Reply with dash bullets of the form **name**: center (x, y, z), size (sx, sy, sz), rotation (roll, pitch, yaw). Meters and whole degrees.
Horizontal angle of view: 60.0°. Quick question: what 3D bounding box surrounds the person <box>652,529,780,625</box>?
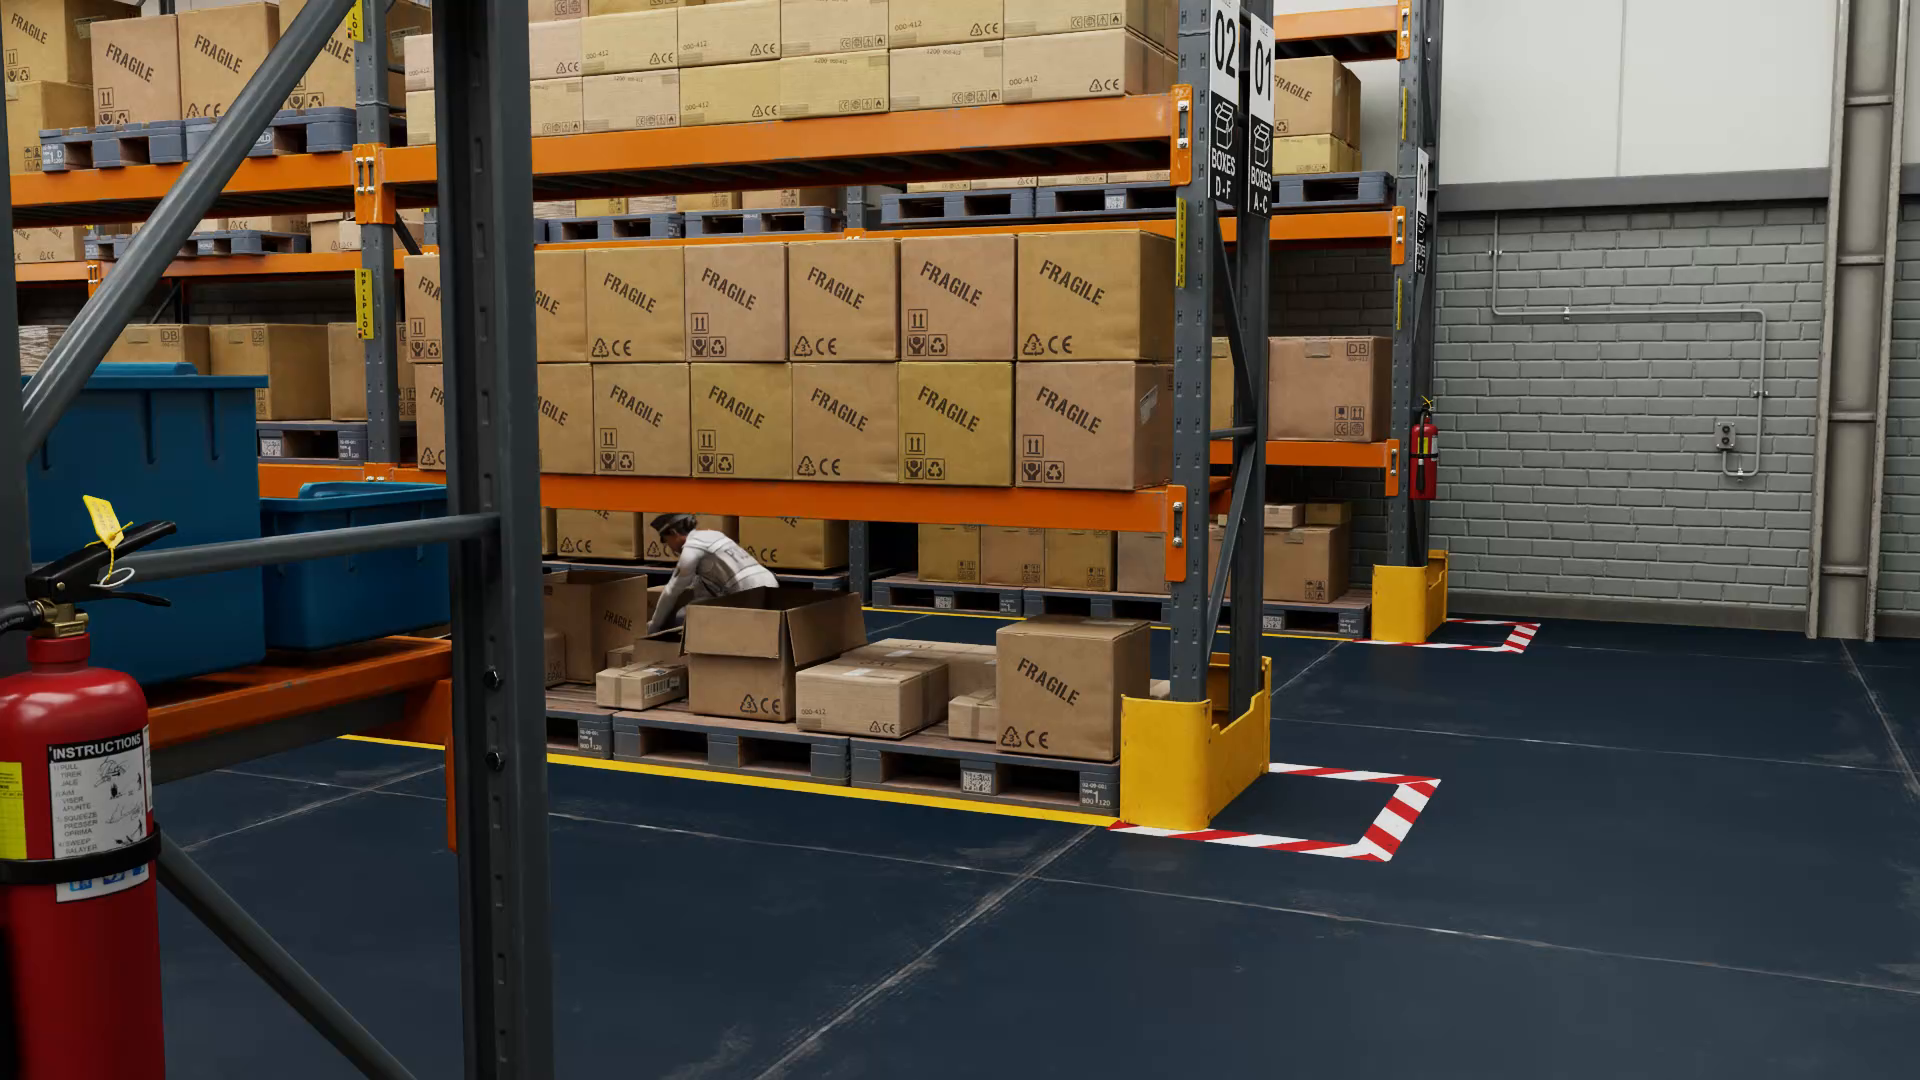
- **person**: center (-1.455, 0.226, 9.940), size (0.744, 0.577, 0.443), rotation (2, 6, 22)
